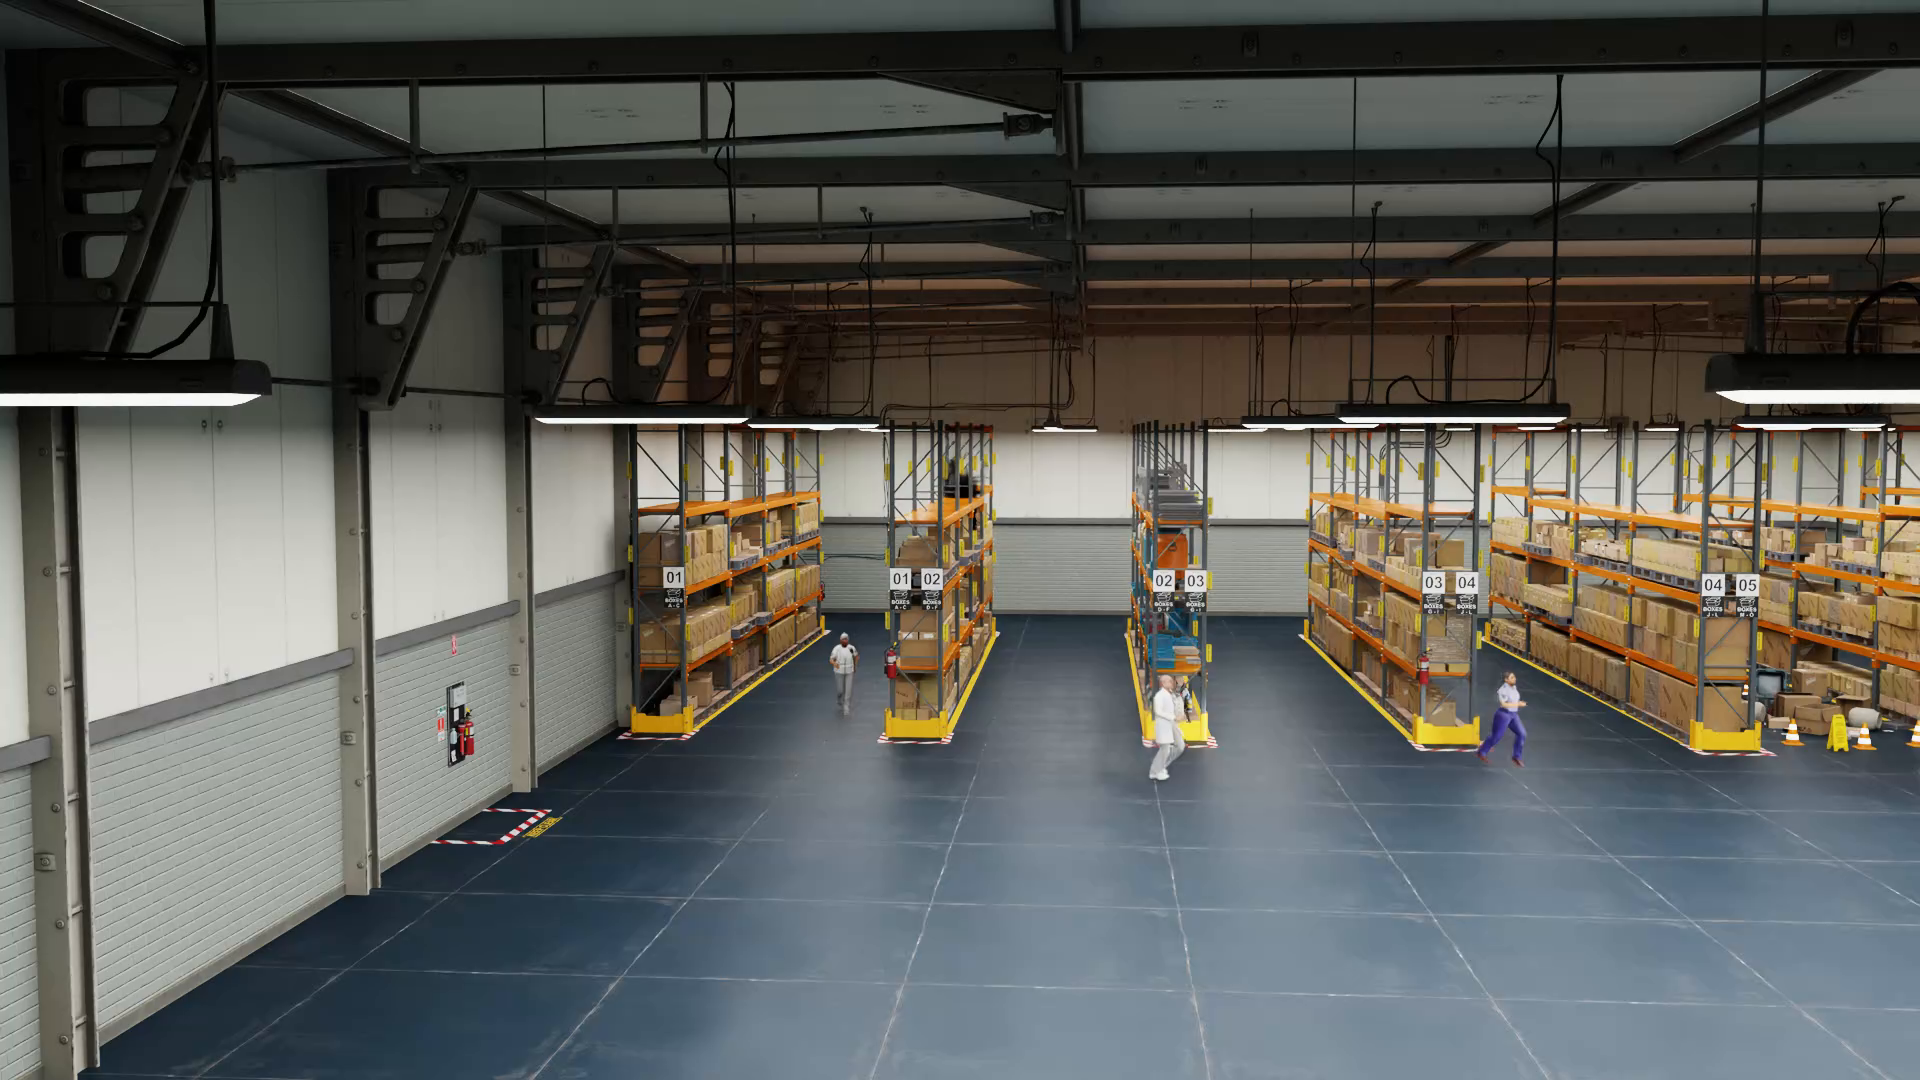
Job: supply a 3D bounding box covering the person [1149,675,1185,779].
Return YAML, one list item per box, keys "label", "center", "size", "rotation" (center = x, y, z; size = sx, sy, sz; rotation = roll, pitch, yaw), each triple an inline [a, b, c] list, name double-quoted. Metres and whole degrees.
- label: "person"
  center: [3.462, 3.103, 27.511]
  size: [0.680, 1.756, 0.747]
  rotation: [2, 4, 34]

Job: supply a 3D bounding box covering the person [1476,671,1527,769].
- label: "person"
  center: [9.386, 3.097, 28.673]
  size: [0.609, 1.700, 0.876]
  rotation: [-3, 5, -43]

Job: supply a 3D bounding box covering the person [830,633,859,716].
- label: "person"
  center: [-2.362, 2.734, 34.112]
  size: [0.609, 1.641, 0.886]
  rotation: [-1, 4, -9]
